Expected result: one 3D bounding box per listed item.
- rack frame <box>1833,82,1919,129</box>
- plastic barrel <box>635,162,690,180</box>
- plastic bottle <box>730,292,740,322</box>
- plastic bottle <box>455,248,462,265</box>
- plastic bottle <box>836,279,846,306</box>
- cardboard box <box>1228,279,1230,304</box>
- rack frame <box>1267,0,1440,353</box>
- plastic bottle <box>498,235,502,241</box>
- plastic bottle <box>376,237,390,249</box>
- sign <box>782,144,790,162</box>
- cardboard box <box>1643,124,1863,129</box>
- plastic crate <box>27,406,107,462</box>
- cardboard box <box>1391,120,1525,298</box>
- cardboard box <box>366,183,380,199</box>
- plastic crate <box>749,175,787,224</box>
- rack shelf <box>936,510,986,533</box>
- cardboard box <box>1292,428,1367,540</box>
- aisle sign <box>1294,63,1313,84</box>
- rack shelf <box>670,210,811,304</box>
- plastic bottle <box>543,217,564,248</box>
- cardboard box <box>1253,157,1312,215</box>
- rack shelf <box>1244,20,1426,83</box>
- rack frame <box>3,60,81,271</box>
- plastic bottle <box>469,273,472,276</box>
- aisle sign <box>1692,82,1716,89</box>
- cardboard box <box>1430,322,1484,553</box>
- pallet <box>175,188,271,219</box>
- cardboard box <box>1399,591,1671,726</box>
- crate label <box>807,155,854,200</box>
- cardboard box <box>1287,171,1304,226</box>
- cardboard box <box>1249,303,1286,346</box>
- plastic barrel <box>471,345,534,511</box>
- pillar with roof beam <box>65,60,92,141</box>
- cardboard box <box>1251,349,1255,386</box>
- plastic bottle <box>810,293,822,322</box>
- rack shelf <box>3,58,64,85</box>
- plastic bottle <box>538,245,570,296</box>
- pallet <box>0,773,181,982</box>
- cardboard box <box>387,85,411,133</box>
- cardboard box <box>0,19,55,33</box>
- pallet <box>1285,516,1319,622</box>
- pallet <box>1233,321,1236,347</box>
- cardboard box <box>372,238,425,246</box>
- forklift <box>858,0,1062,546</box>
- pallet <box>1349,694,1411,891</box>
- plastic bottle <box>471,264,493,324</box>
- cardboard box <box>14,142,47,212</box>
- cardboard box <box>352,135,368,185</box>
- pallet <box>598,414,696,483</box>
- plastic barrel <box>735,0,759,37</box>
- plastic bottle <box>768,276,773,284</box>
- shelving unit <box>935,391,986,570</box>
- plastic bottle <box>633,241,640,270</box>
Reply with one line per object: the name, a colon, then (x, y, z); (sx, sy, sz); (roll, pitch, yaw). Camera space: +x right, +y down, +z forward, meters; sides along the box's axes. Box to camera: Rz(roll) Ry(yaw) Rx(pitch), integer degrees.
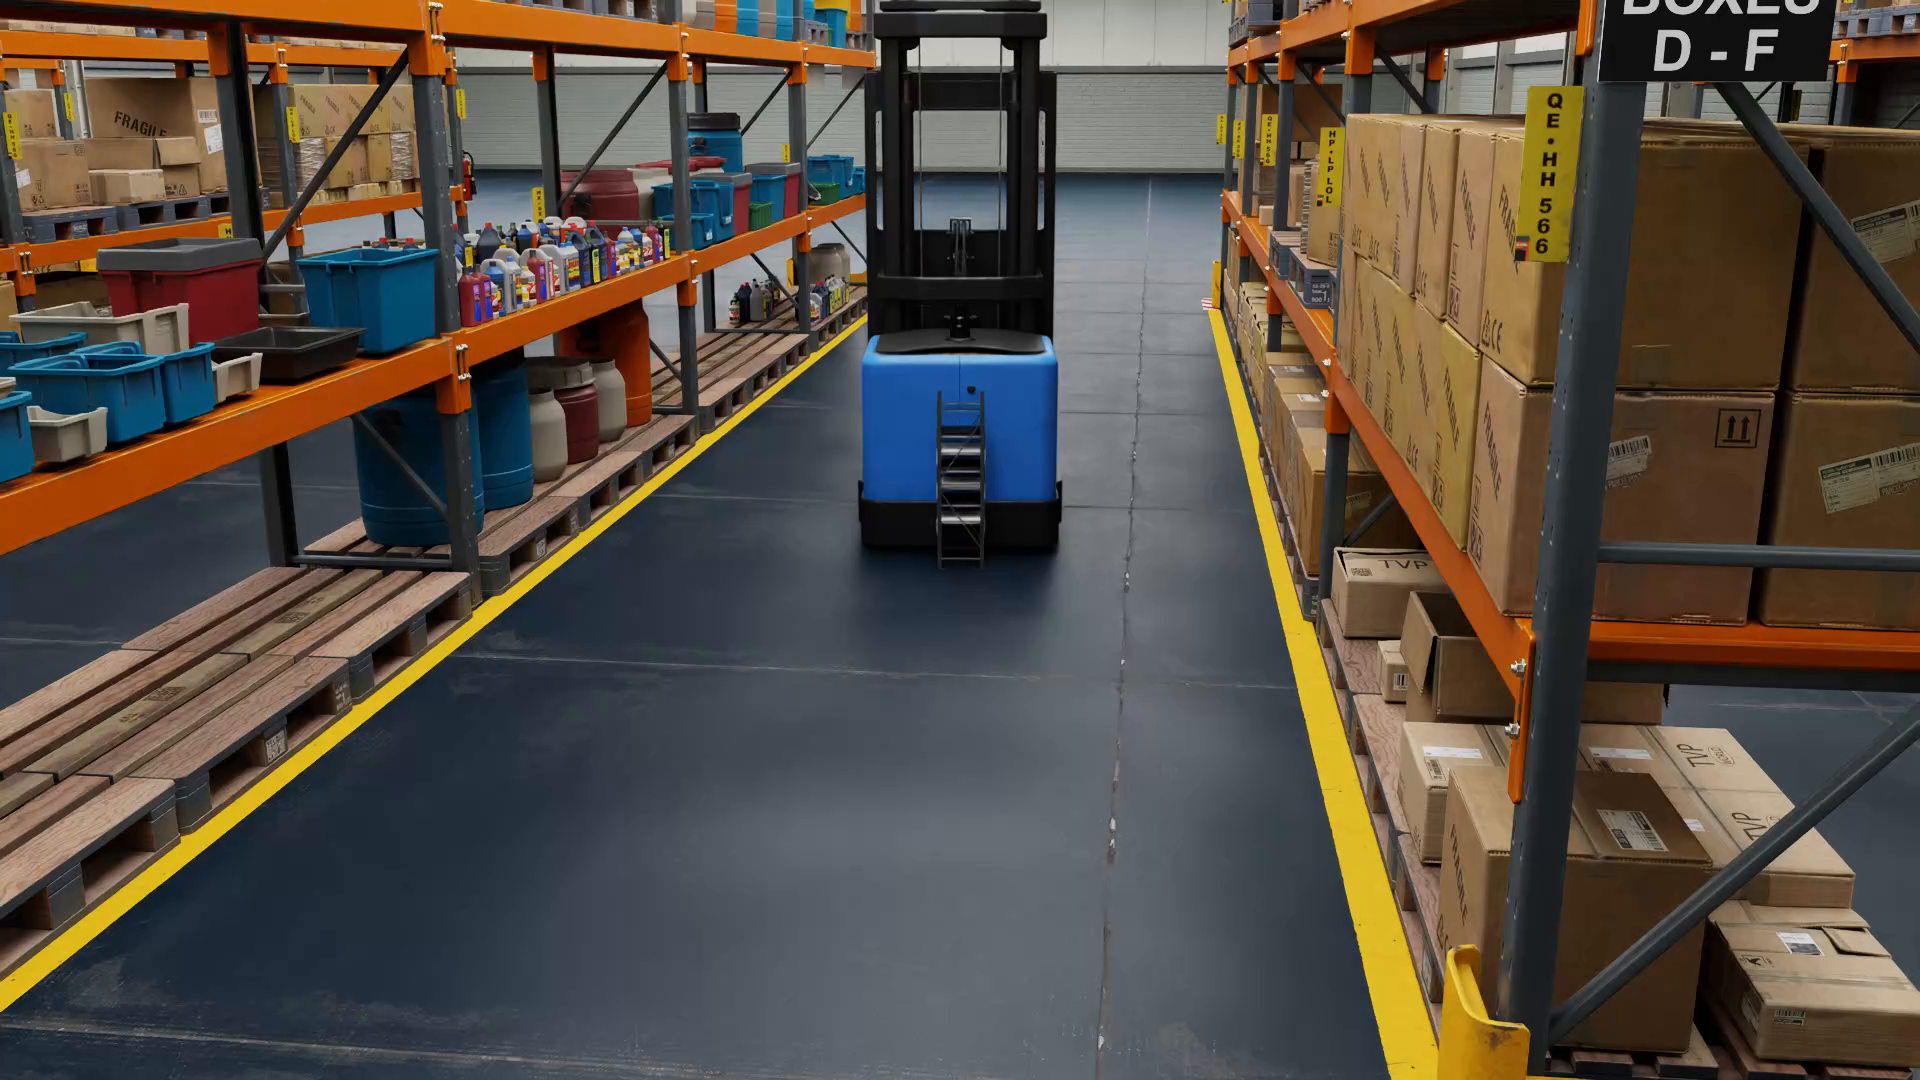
rack frame: (7.939, -2.925, 14.232); (1.000, 3.000, 0.127); (2, 15, 6)
plastic barrel: (-2.363, -2.738, 13.281); (0.433, 0.535, 0.433); (0, 15, 0)
plastic bottle: (-2.179, -2.252, 16.106); (0.061, 0.283, 0.133); (2, 15, 9)
plastic bottle: (-2.819, -1.513, 9.258); (0.097, 0.271, 0.097); (0, 15, 0)
plastic bottle: (-1.281, -2.598, 17.398); (0.152, 0.276, 0.135); (2, 15, 7)
cardboard box: (3.076, -2.591, 17.459); (0.500, 0.250, 0.500); (2, 15, 6)
rack frame: (2.565, -2.032, 10.932); (1.000, 3.000, 0.127); (2, 15, 6)
plastic bottle: (-2.860, -1.771, 10.210); (0.097, 0.271, 0.097); (0, 15, 0)
plastic bottle: (-3.008, -1.414, 8.739); (0.144, 0.351, 0.185); (2, 15, 6)
sign: (-2.000, -4.405, 19.176); (0.100, 0.325, 0.005); (2, 15, 6)
cardboard box: (2.087, -0.861, 4.493); (0.500, 0.500, 0.500); (2, 15, 7)
plastic crate: (-2.709, -0.317, 4.978); (0.250, 0.136, 0.298); (2, 15, 6)
cardboard box: (1.607, -1.011, 5.047); (0.500, 0.500, 0.500); (2, 15, 8)
cardboard box: (-6.347, -3.678, 17.497); (0.380, 0.149, 0.250); (2, 15, 6)
plastic crate: (-1.720, -2.914, 14.222); (0.392, 0.384, 0.575); (2, 15, 6)
rack shelf: (0.004, -0.099, 8.622); (0.258, 0.077, 0.200); (0, 15, 0)
cardboard box: (1.949, -0.265, 8.342); (0.500, 0.500, 0.500); (2, 15, 6)
aisle sign: (3.767, -5.371, 18.297); (0.394, 0.787, 0.004); (2, 15, 6)
rack shelf: (-2.131, -2.351, 13.487); (1.077, 0.370, 4.000); (2, 15, 6)
plastic bottle: (-2.726, -2.017, 11.111); (0.152, 0.276, 0.135); (2, 15, 6)
cardboard box: (3.060, -3.233, 15.182); (0.700, 0.500, 0.500); (1, 15, 5)
rack shelf: (2.791, -3.652, 12.552); (1.077, 0.370, 4.000); (2, 15, 6)
rack frame: (-11.292, -4.572, 20.325); (1.000, 3.000, 0.127); (2, 15, 6)
plastic bottle: (-2.462, -1.248, 8.413); (0.097, 0.201, 0.097); (0, 15, 0)
aisle sign: (8.100, -5.245, 17.831); (0.394, 0.787, 0.004); (2, 15, 6)
cardboard box: (1.497, -0.265, 4.203); (0.500, 0.500, 0.500); (2, 15, 7)
pallet: (-7.057, -3.076, 15.159); (1.003, 0.211, 1.213); (2, 15, 6)
cardboard box: (1.907, 0.485, 5.561); (0.797, 0.503, 0.637); (2, 15, 6)
crate label: (-1.393, -3.786, 17.349); (0.502, 0.435, 0.616); (2, 15, 6)
cardboard box: (2.738, -2.516, 12.530); (0.500, 0.500, 0.500); (1, 15, 3)
cardboard box: (2.550, -1.717, 13.155); (0.500, 0.311, 0.500); (2, 15, 8)
plastic barrel: (-2.650, -0.656, 9.056); (0.600, 0.901, 0.708); (2, 15, 6)
pillar with roof beam: (-15.820, -12.121, 36.748); (9.100, 9.000, 0.400); (2, 15, 6)
cardboard box: (2.496, -1.316, 12.744); (0.500, 0.250, 0.500); (2, 15, 8)
plastic bottle: (-1.424, -2.269, 16.181); (0.152, 0.276, 0.135); (2, 15, 8)
rack shelf: (-11.518, -5.154, 18.109); (1.077, 0.370, 4.000); (2, 15, 6)
plastic bottle: (-2.246, -1.491, 9.167); (0.152, 0.276, 0.135); (2, 15, 6)
pallet: (-3.127, 1.029, 4.952); (1.003, 0.211, 1.213); (2, 15, 6)
cardboard box: (-6.301, -4.665, 17.991); (0.500, 0.500, 0.500); (2, 15, 6)
cardboard box: (-6.972, -3.815, 12.065); (0.500, 0.250, 0.500); (2, 15, 7)
pallet: (2.168, 0.139, 8.243); (1.003, 0.211, 1.213); (2, 15, 6)
pallet: (3.148, -1.929, 15.891); (1.003, 0.211, 1.213); (2, 15, 6)
cardboard box: (-6.462, -3.235, 19.362); (0.500, 0.500, 0.500); (5, 16, 17)
forklift: (0.003, -1.709, 9.868); (1.130, 2.935, 3.031); (0, 15, 0)
pallet: (1.900, 0.847, 5.627); (1.003, 0.211, 1.213); (2, 15, 6)
plastic bottle: (-2.327, -1.203, 8.087); (0.061, 0.283, 0.133); (2, 15, 6)
cardboard box: (-7.257, -2.717, 12.469); (0.500, 0.500, 0.500); (0, 15, -1)
cardboard box: (-6.666, -3.931, 17.190); (0.875, 0.500, 0.500); (2, 15, 6)
pallet: (-2.404, -0.627, 11.078); (1.003, 0.211, 1.213); (2, 15, 6)
plastic barrel: (-1.894, -4.429, 13.088); (0.600, 0.901, 0.708); (2, 15, 6)
plastic bottle: (-2.012, -2.636, 17.525); (0.061, 0.283, 0.133); (2, 15, 7)
shelving unit: (0.004, -0.305, 8.566); (0.258, 0.900, 0.210); (0, 15, 0)
plastic bottle: (-2.068, -1.801, 10.456); (0.097, 0.201, 0.097); (0, 15, 0)
